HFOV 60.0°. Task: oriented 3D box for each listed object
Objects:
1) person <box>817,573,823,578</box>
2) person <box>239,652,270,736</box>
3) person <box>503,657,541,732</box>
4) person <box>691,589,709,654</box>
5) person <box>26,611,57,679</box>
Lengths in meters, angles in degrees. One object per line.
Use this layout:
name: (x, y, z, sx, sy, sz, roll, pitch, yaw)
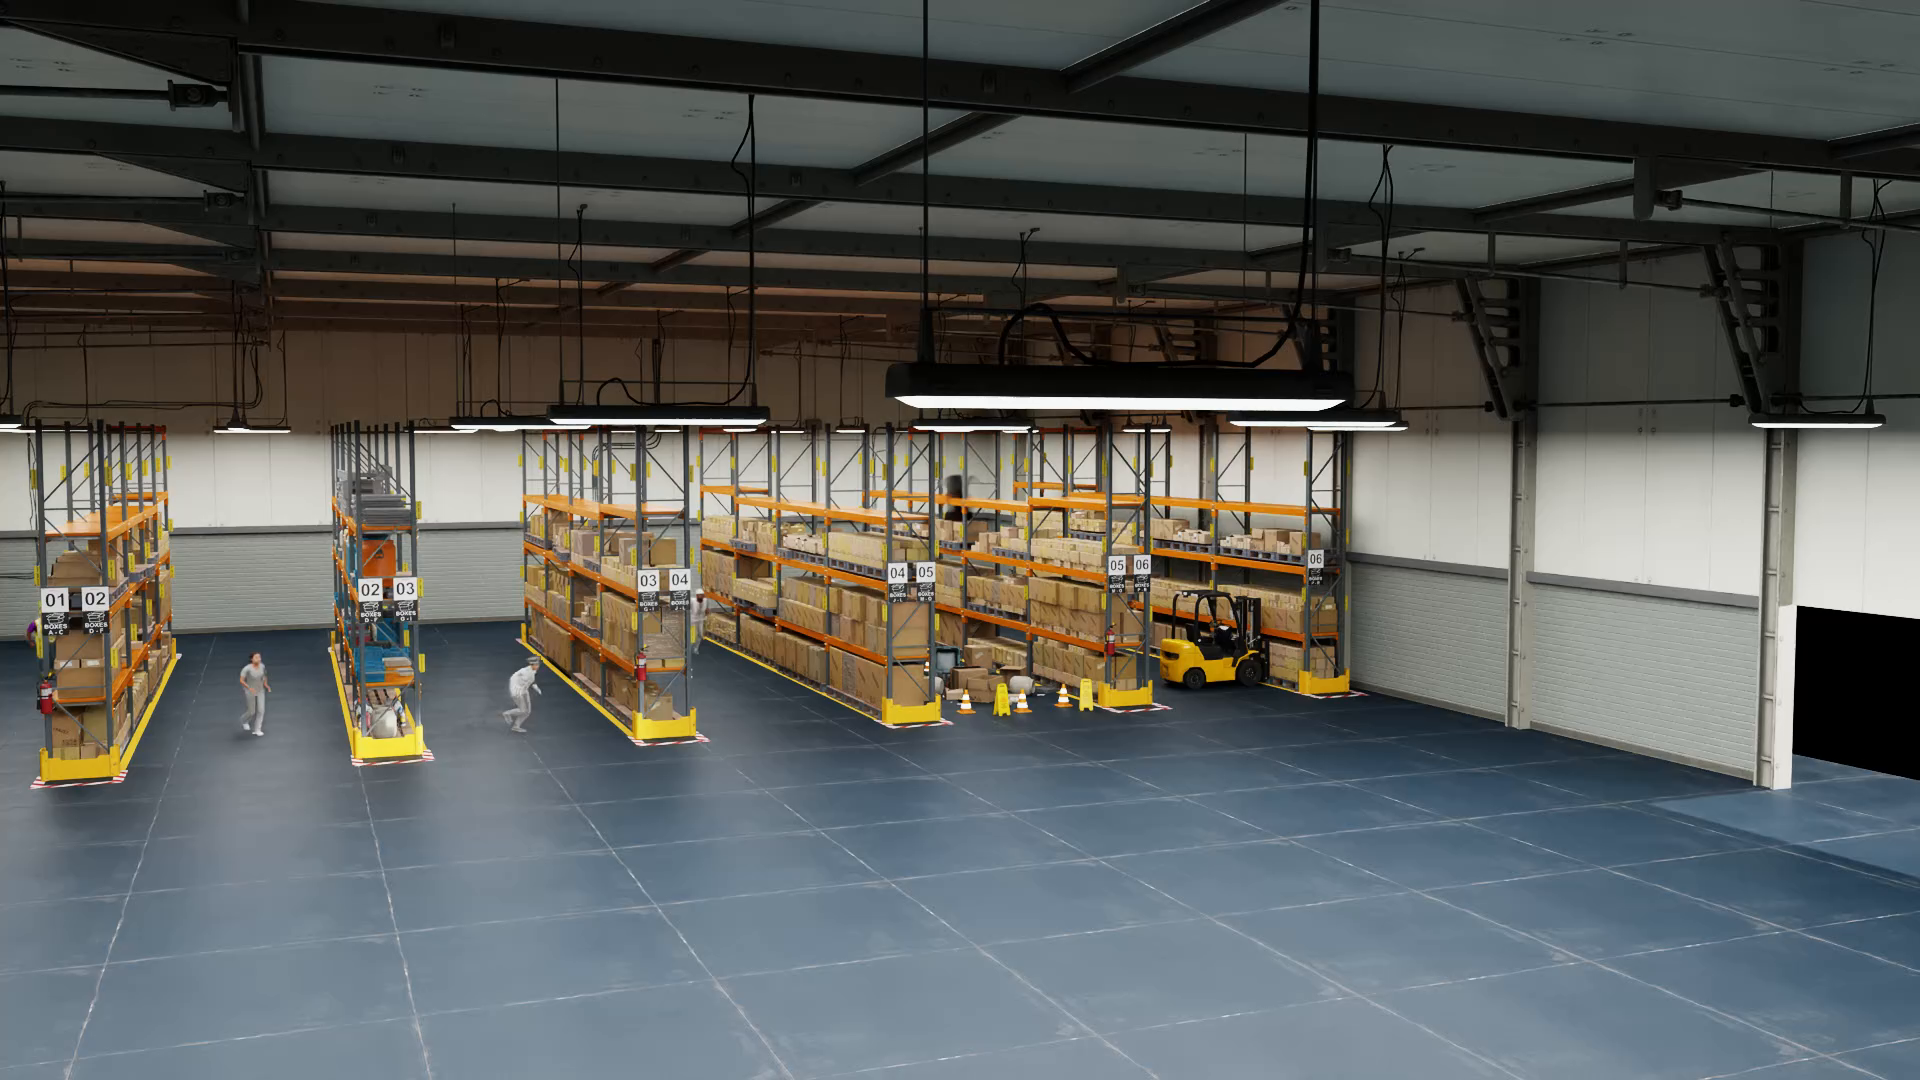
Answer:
person: (-4.183, 1.761, 49.980, 0.443, 1.660, 0.538, 1, 4, 18)
person: (-13.583, 2.928, 31.903, 0.726, 1.619, 0.566, 3, 5, 42)
person: (-8.478, 2.988, 32.110, 0.825, 1.482, 0.639, 1, 4, 19)
person: (-6.954, 2.131, 43.868, 0.685, 1.710, 0.696, -3, 4, -36)
person: (-21.659, 2.434, 39.311, 0.841, 1.647, 0.717, 3, 5, 44)
